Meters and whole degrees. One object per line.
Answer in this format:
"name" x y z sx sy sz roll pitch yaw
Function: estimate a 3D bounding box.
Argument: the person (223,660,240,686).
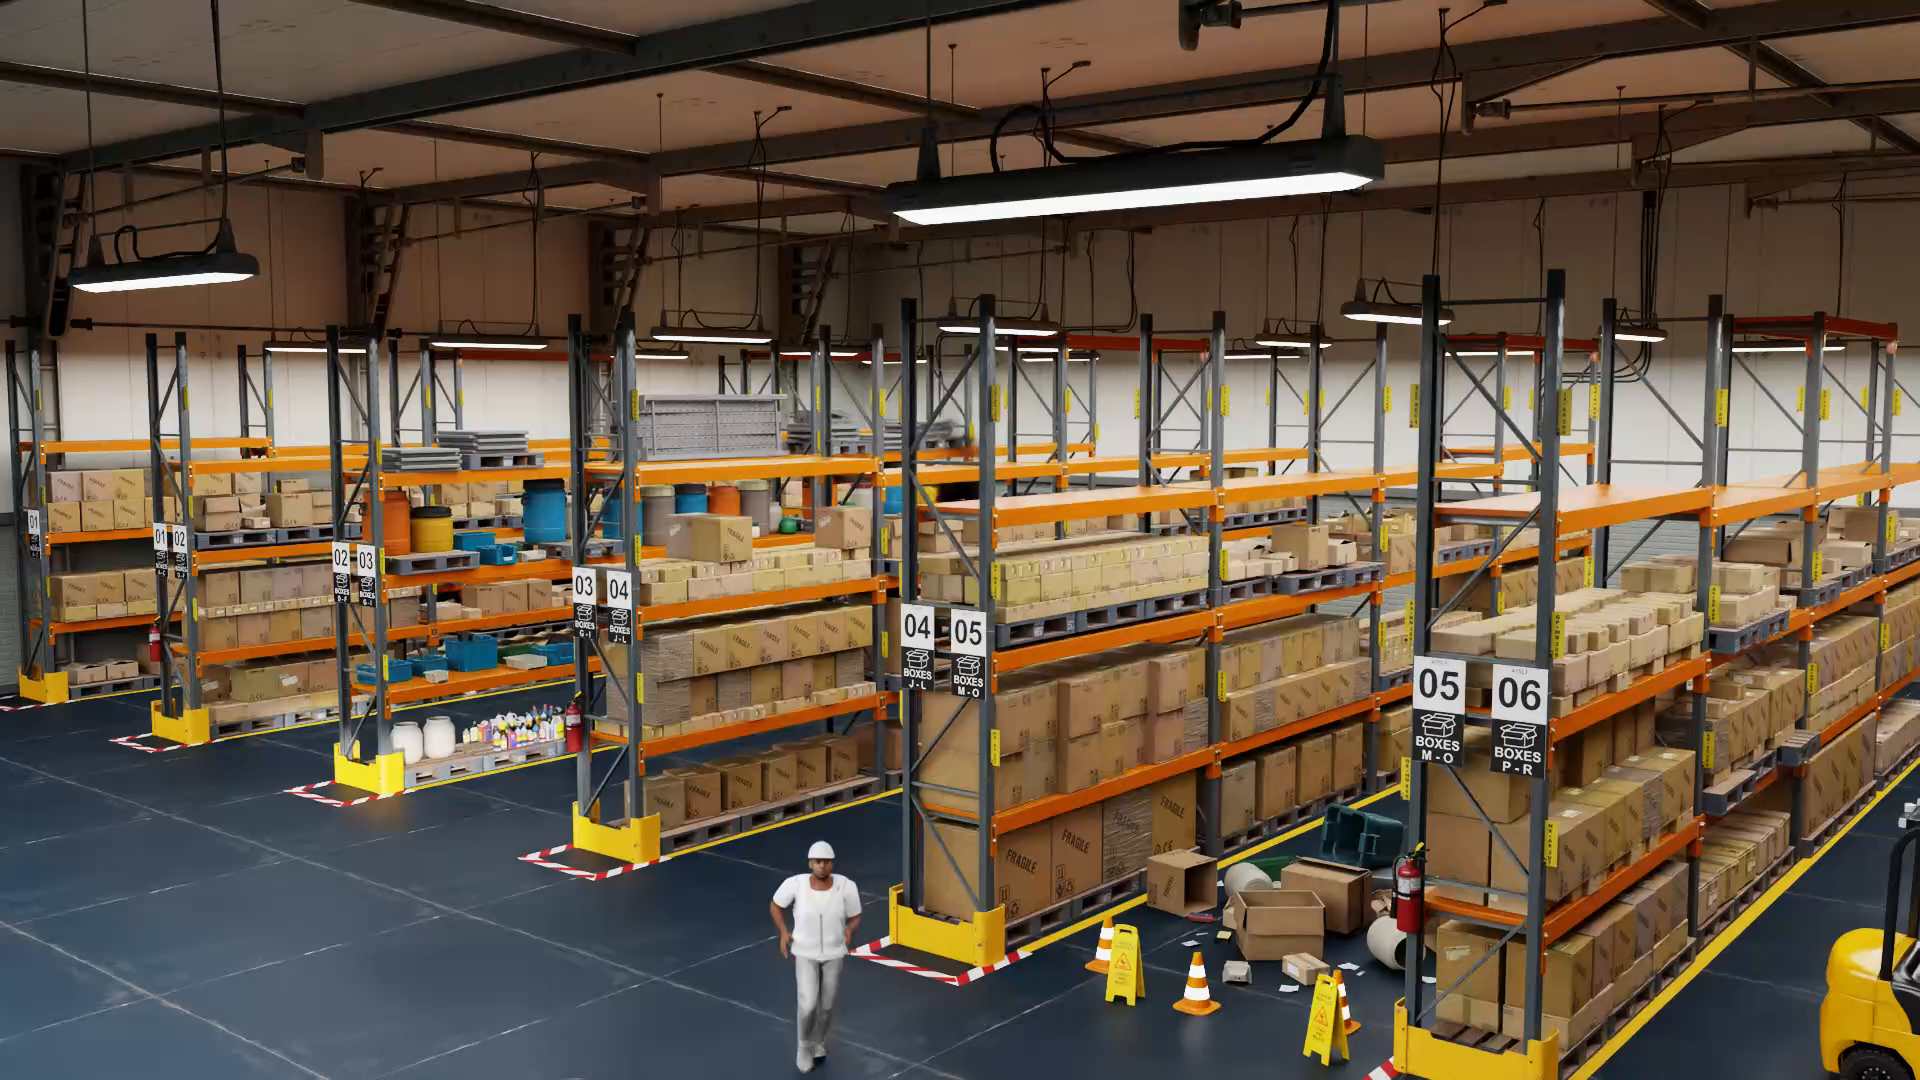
"person" -11.938 1.884 27.221 0.634 1.651 0.728 3 6 32

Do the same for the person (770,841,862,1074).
"person" -1.066 3.163 12.616 0.673 1.773 0.700 -1 5 -14
